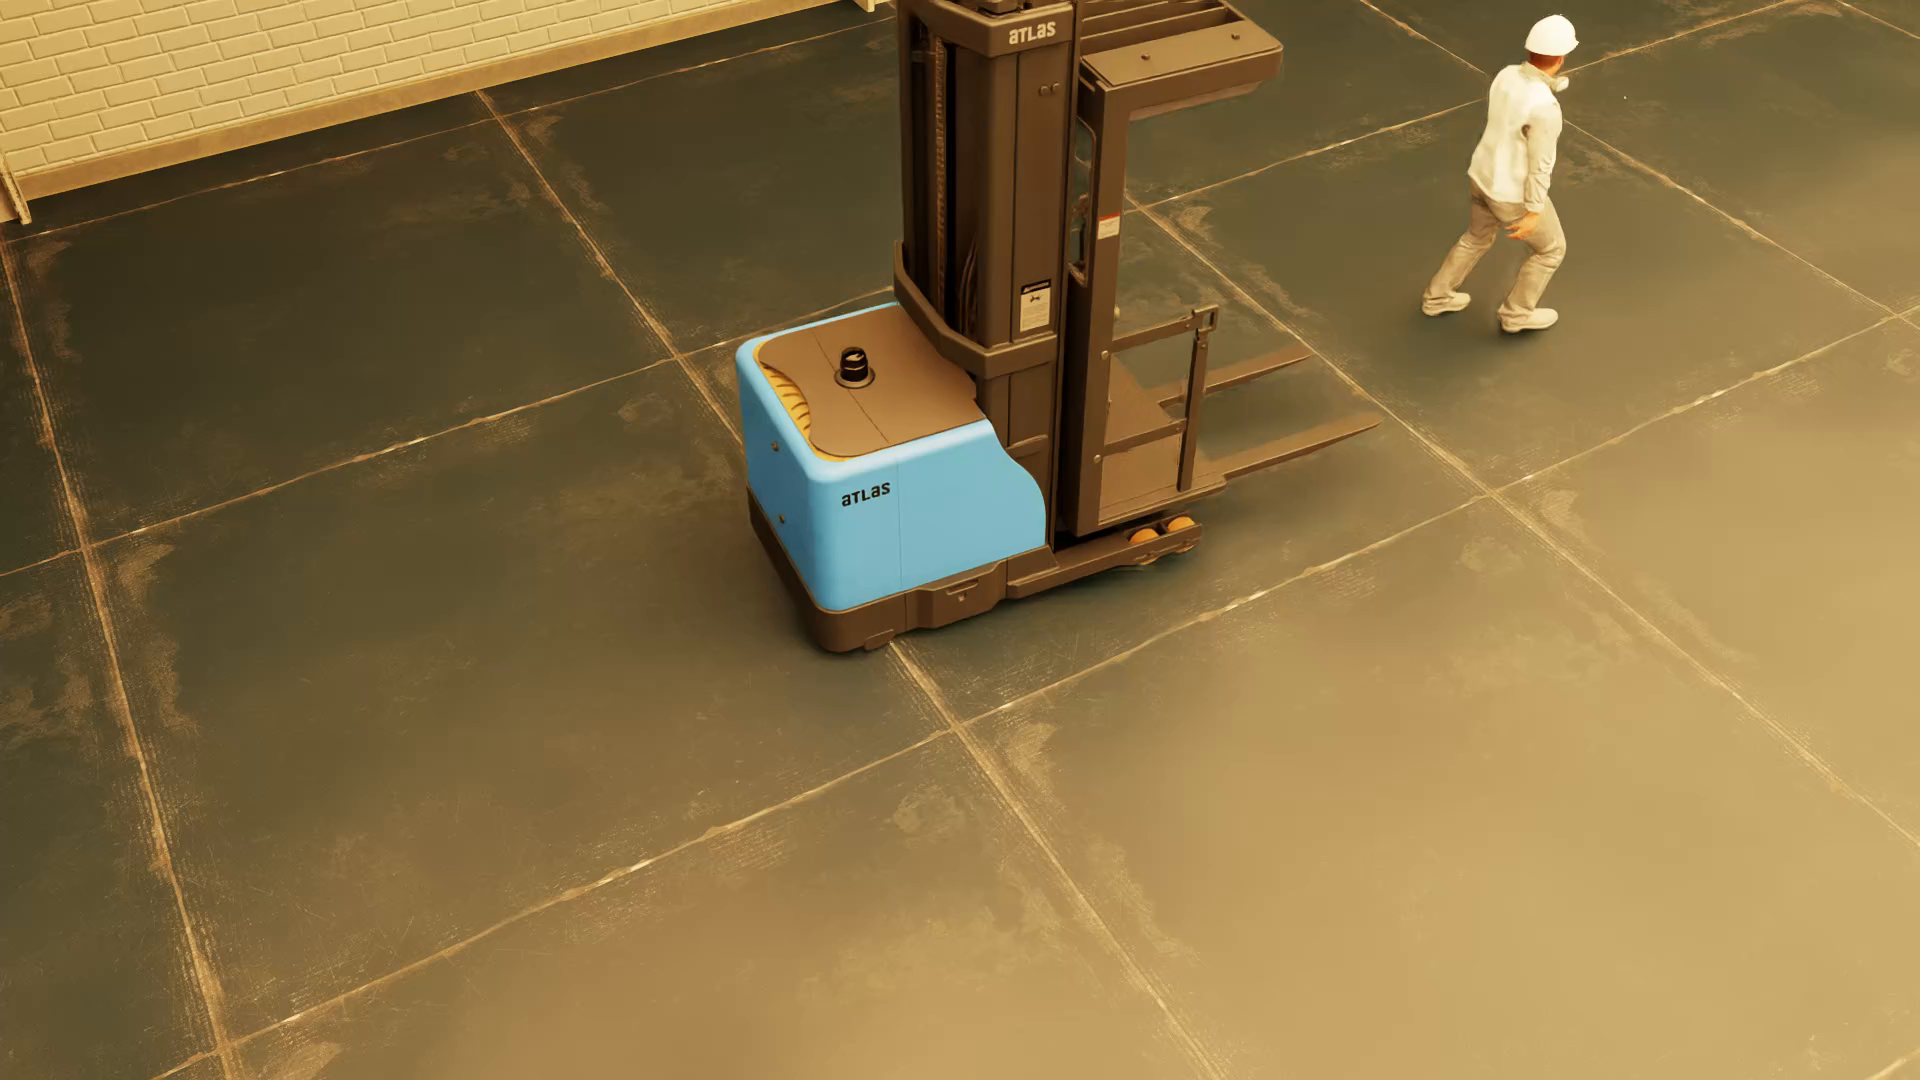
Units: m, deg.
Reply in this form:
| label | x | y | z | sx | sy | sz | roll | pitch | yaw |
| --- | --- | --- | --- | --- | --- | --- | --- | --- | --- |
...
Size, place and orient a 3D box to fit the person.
| label | x | y | z | sx | sy | sz | roll | pitch | yaw |
| --- | --- | --- | --- | --- | --- | --- | --- | --- | --- |
| person | 2.881 | -1.856 | 8.583 | 0.634 | 1.733 | 0.656 | -10 | 44 | -11 |

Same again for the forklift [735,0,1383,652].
| label | x | y | z | sx | sy | sz | roll | pitch | yaw |
| --- | --- | --- | --- | --- | --- | --- | --- | --- | --- |
| forklift | 0.568 | -1.270 | 7.067 | 3.031 | 2.935 | 1.130 | -18 | 46 | -18 |
